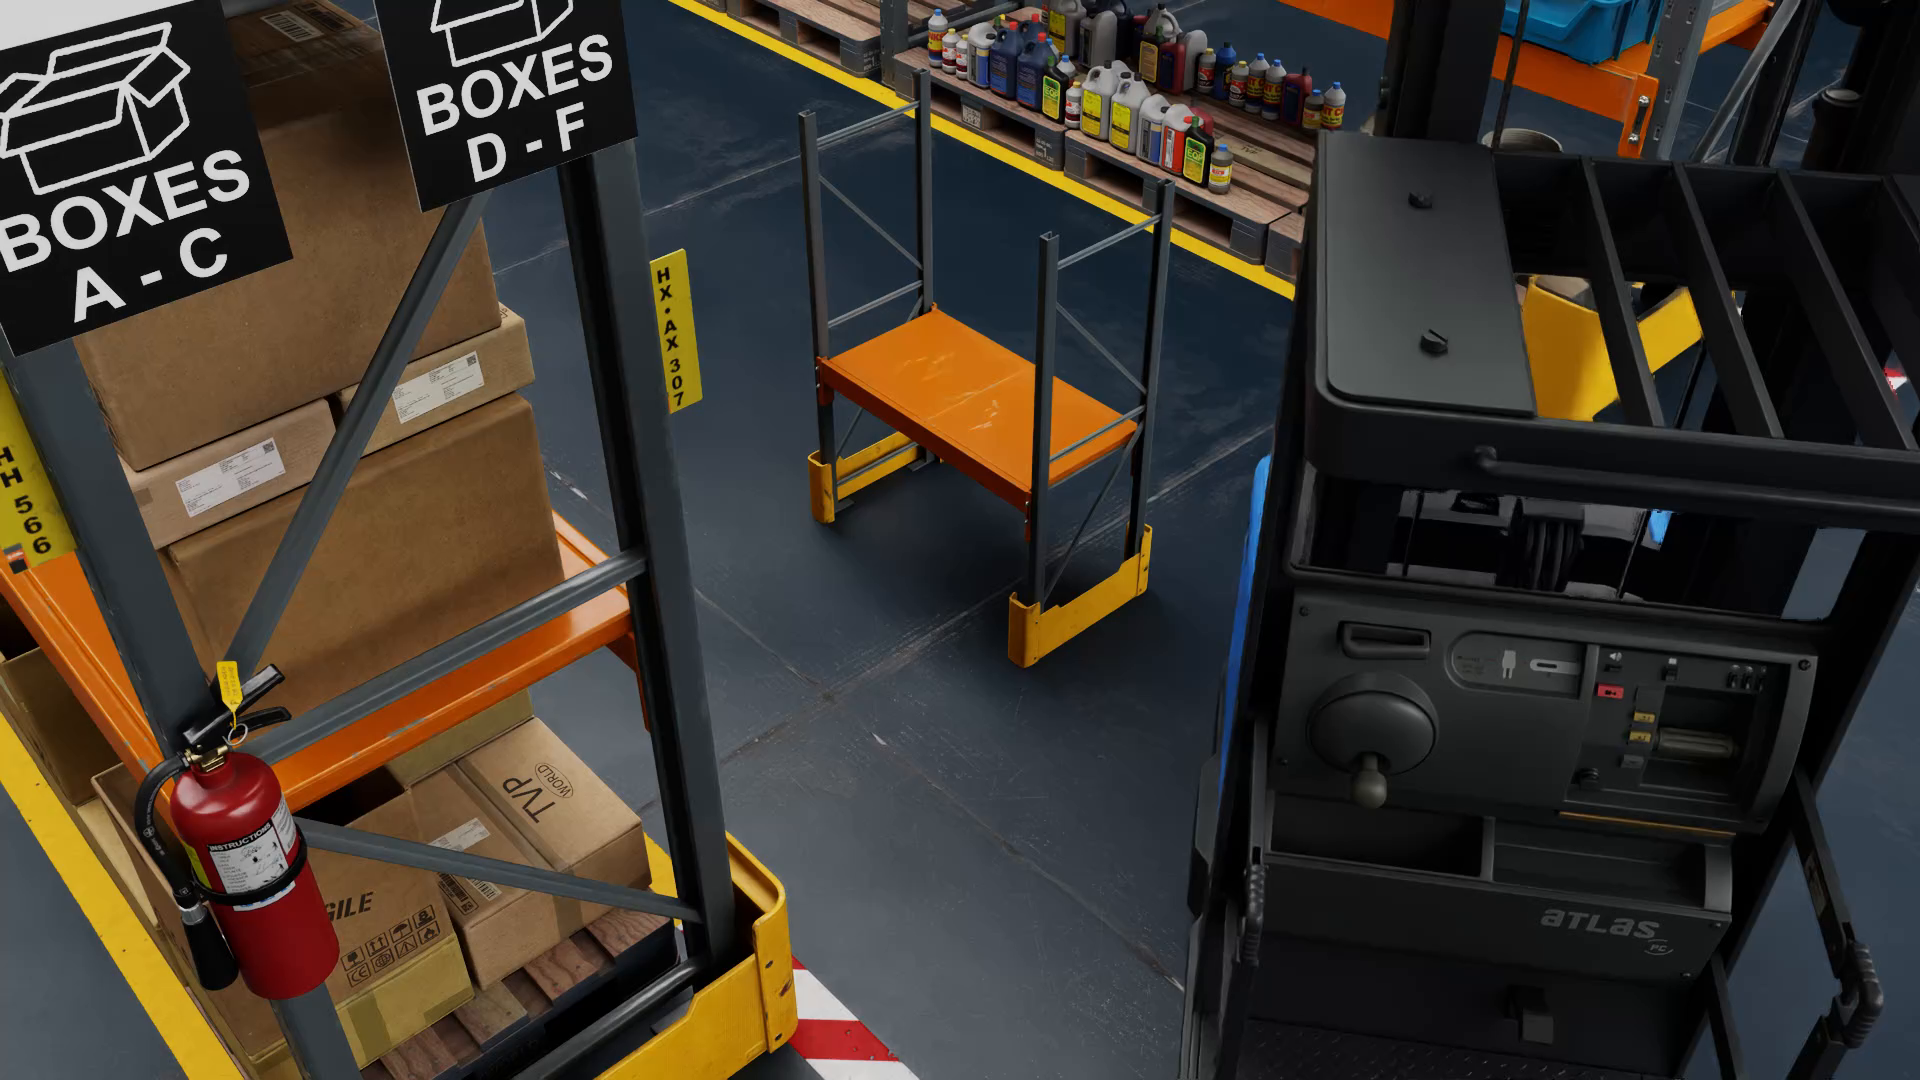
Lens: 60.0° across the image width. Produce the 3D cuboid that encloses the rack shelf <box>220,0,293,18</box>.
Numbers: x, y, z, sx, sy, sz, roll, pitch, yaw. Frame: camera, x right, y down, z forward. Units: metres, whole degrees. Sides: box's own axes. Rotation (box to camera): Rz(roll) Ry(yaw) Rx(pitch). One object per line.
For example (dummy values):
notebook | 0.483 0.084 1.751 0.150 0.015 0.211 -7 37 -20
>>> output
rack shelf | -2.300 -1.591 3.517 1.077 0.370 4.000 -30 48 -32

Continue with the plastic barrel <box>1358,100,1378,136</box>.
plastic barrel | 1.863 -1.581 6.966 0.421 0.512 0.421 0 39 0

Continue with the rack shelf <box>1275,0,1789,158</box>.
rack shelf | 1.351 -2.527 7.064 1.077 0.370 4.000 -30 48 -32

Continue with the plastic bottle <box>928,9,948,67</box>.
plastic bottle | -0.109 -2.508 8.290 0.097 0.271 0.097 0 39 0

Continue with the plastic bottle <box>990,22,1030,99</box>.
plastic bottle | 0.239 -2.323 7.997 0.144 0.351 0.185 -29 47 -31

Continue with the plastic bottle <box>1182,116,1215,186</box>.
plastic bottle | 1.046 -1.706 7.286 0.061 0.283 0.133 -29 47 -31

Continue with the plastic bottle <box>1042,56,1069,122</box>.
plastic bottle | 0.447 -2.115 7.794 0.061 0.283 0.133 -28 47 -30

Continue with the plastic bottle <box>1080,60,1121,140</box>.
plastic bottle | 0.654 -2.039 7.646 0.144 0.351 0.185 -30 48 -32

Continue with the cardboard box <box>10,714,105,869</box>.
cardboard box | -2.214 0.549 4.537 0.500 0.250 0.500 -30 48 -32

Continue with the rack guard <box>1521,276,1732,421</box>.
rack guard | 2.618 -0.924 6.496 1.175 0.500 0.348 -30 48 -32

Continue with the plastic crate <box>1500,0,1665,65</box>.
plastic crate | 2.145 -1.928 5.868 0.499 0.251 0.616 -30 48 -32

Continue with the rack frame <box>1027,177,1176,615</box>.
rack frame | 0.402 -0.309 4.939 0.500 1.500 0.032 -30 48 -32

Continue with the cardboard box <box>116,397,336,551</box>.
cardboard box | -1.346 -0.165 2.971 0.380 0.149 0.250 -31 48 -32

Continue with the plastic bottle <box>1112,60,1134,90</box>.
plastic bottle | 0.746 -2.085 7.761 0.152 0.276 0.135 -30 48 -32

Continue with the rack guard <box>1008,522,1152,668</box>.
rack guard | 0.388 0.169 5.342 0.587 0.250 0.087 -30 48 -32

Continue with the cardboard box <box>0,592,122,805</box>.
cardboard box | -2.216 0.258 4.300 0.500 0.500 0.500 -30 48 -32

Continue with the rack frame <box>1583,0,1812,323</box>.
rack frame | 2.704 -1.881 5.692 1.000 3.000 0.127 -30 48 -32

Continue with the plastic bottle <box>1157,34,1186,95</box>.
plastic bottle | 1.024 -2.311 8.035 0.061 0.283 0.133 -30 48 -32

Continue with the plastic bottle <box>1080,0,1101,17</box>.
plastic bottle | 0.646 -2.698 8.461 0.144 0.351 0.185 -31 48 -33

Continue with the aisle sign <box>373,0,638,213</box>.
aisle sign | -0.677 -0.889 2.395 0.394 0.787 0.004 -30 48 -32

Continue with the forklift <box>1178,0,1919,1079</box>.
forklift | 1.037 0.406 2.914 1.130 2.935 3.031 6 39 7

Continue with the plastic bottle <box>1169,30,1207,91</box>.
plastic bottle | 1.102 -2.353 8.094 0.152 0.276 0.135 -29 47 -31

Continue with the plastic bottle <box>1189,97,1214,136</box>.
plastic bottle | 1.067 -1.833 7.444 0.061 0.283 0.133 -30 48 -32

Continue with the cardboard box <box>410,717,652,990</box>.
cardboard box | -1.146 0.786 4.244 0.500 0.250 0.500 -30 48 -32

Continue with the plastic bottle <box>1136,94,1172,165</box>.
plastic bottle | 0.895 -1.849 7.470 0.152 0.276 0.135 -31 48 -33

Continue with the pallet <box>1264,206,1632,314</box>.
pallet | 2.072 -1.190 7.055 1.003 0.211 1.213 -30 48 -32

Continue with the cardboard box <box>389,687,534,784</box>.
cardboard box | -1.486 0.263 4.294 0.500 0.500 0.500 -30 48 -32

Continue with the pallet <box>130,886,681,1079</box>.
pallet | -1.495 0.971 4.380 1.003 0.211 1.213 -30 48 -32

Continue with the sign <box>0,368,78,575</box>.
sign | -1.356 -0.096 2.372 0.100 0.325 0.005 -30 48 -32

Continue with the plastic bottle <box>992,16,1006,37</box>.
plastic bottle | 0.208 -2.421 8.172 0.061 0.283 0.133 -30 48 -32

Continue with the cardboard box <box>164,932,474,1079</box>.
cardboard box | -1.528 1.006 3.972 0.500 0.250 0.500 -30 48 -32

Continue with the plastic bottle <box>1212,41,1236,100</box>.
plastic bottle | 1.271 -2.261 7.984 0.097 0.271 0.097 0 39 0

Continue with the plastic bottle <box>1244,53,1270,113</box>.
plastic bottle | 1.408 -2.167 7.868 0.097 0.271 0.097 0 39 0

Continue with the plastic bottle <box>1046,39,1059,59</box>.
plastic bottle | 0.426 -2.276 8.003 0.097 0.271 0.097 0 39 0

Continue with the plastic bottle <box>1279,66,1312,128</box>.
plastic bottle | 1.568 -2.080 7.749 0.061 0.283 0.133 -29 47 -31

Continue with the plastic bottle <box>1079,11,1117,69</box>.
plastic bottle | 0.684 -2.505 8.282 0.152 0.276 0.135 -30 48 -32

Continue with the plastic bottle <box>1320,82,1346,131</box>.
plastic bottle | 1.707 -1.963 7.614 0.097 0.271 0.097 0 39 0

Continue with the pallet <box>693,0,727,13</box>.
pallet | -1.391 -3.559 9.989 1.003 0.211 1.213 -30 48 -32

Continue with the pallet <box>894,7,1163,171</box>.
pallet | 0.422 -2.319 8.453 1.003 0.211 1.213 -30 48 -32

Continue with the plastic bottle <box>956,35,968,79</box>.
plastic bottle | 0.029 -2.387 8.195 0.097 0.201 0.097 0 39 0

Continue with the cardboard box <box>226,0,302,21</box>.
cardboard box | -1.649 -0.809 3.252 0.700 0.500 0.500 -31 48 -33

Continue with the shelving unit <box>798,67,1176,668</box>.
shelving unit | 0.052 -0.548 5.235 0.587 1.500 1.083 -30 48 -32

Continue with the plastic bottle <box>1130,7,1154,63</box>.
plastic bottle | 0.917 -2.525 8.301 0.061 0.283 0.133 -27 46 -29
